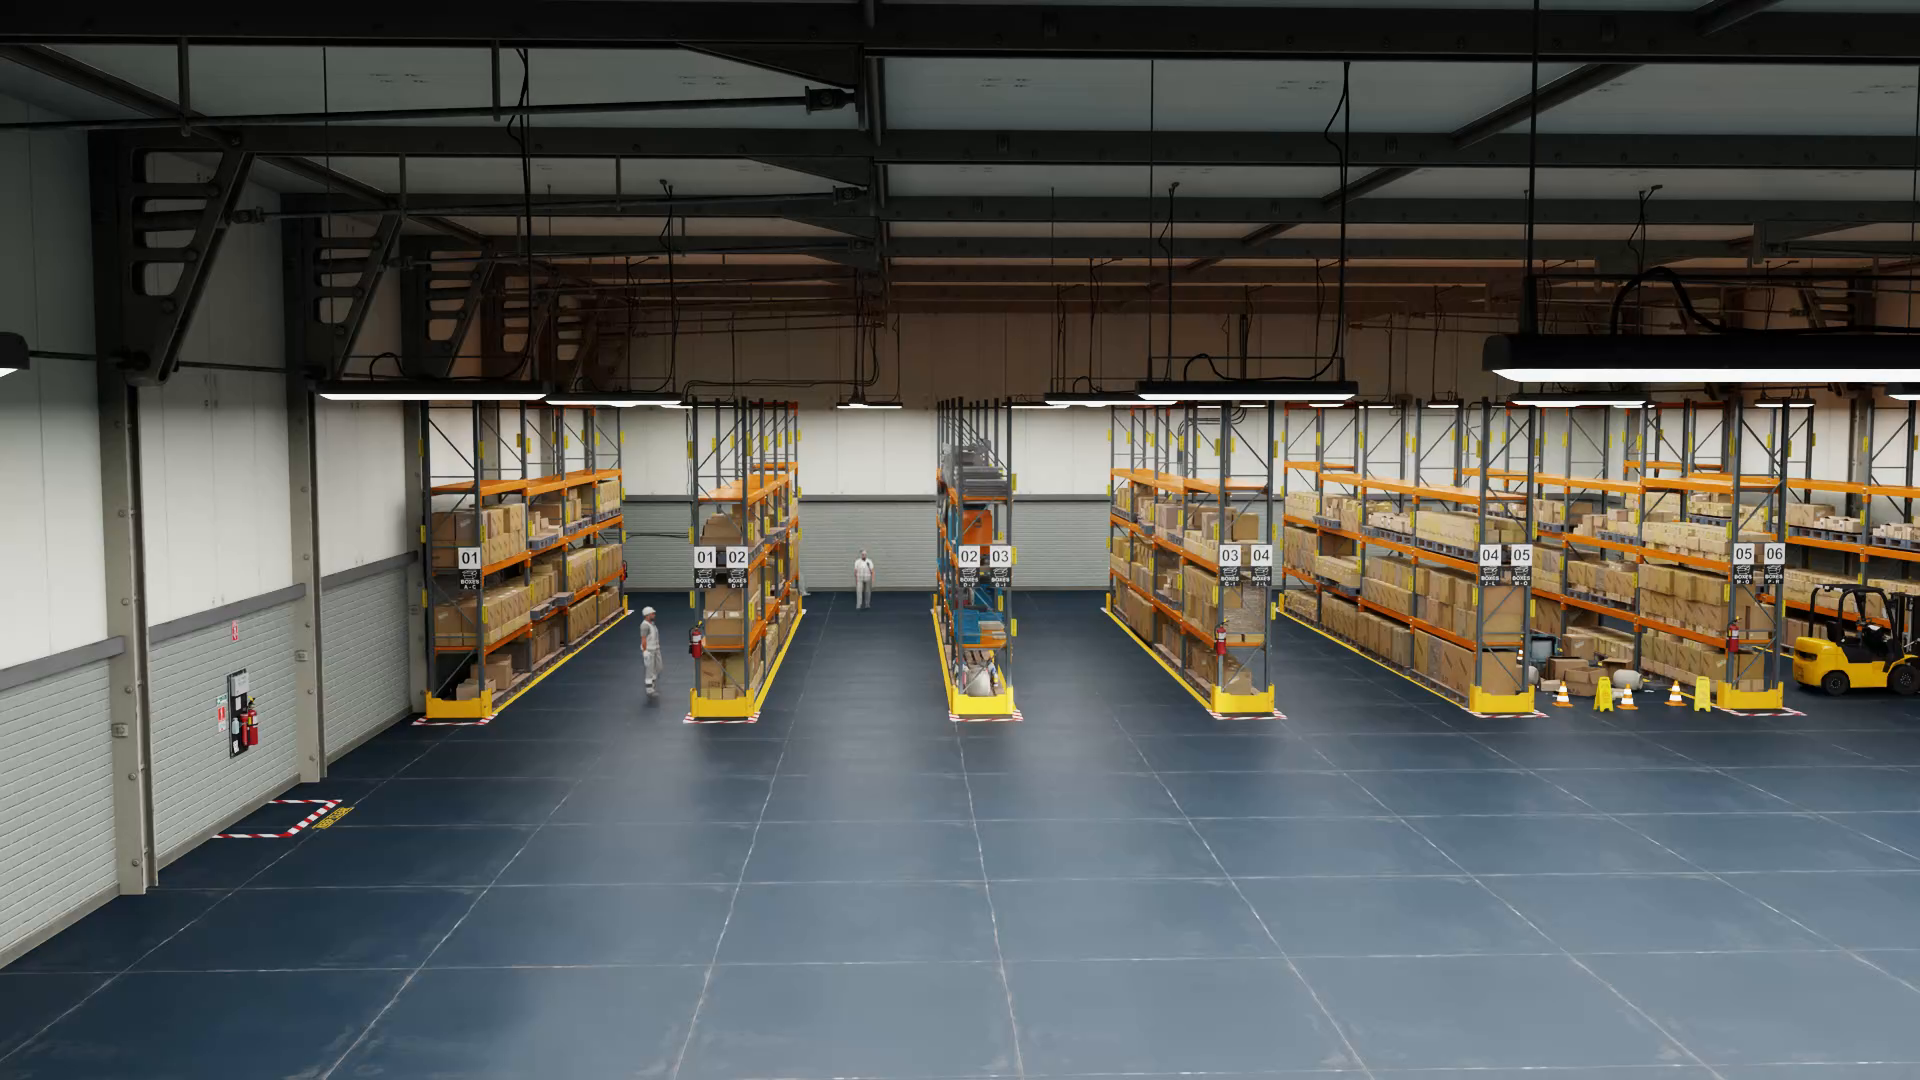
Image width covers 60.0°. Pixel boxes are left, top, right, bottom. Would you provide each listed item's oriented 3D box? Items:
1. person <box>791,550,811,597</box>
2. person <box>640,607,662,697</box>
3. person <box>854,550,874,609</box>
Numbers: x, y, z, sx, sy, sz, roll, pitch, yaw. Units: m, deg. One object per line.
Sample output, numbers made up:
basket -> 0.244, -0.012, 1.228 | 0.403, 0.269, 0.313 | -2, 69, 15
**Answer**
person -> -5.115, 0.892, 51.445 | 0.984, 1.737, 0.636 | 1, 5, 16
person -> -6.236, 2.241, 33.578 | 0.517, 1.795, 0.622 | 1, 5, 19
person -> -2.770, 1.135, 47.970 | 0.599, 1.704, 1.060 | 0, 4, 2
